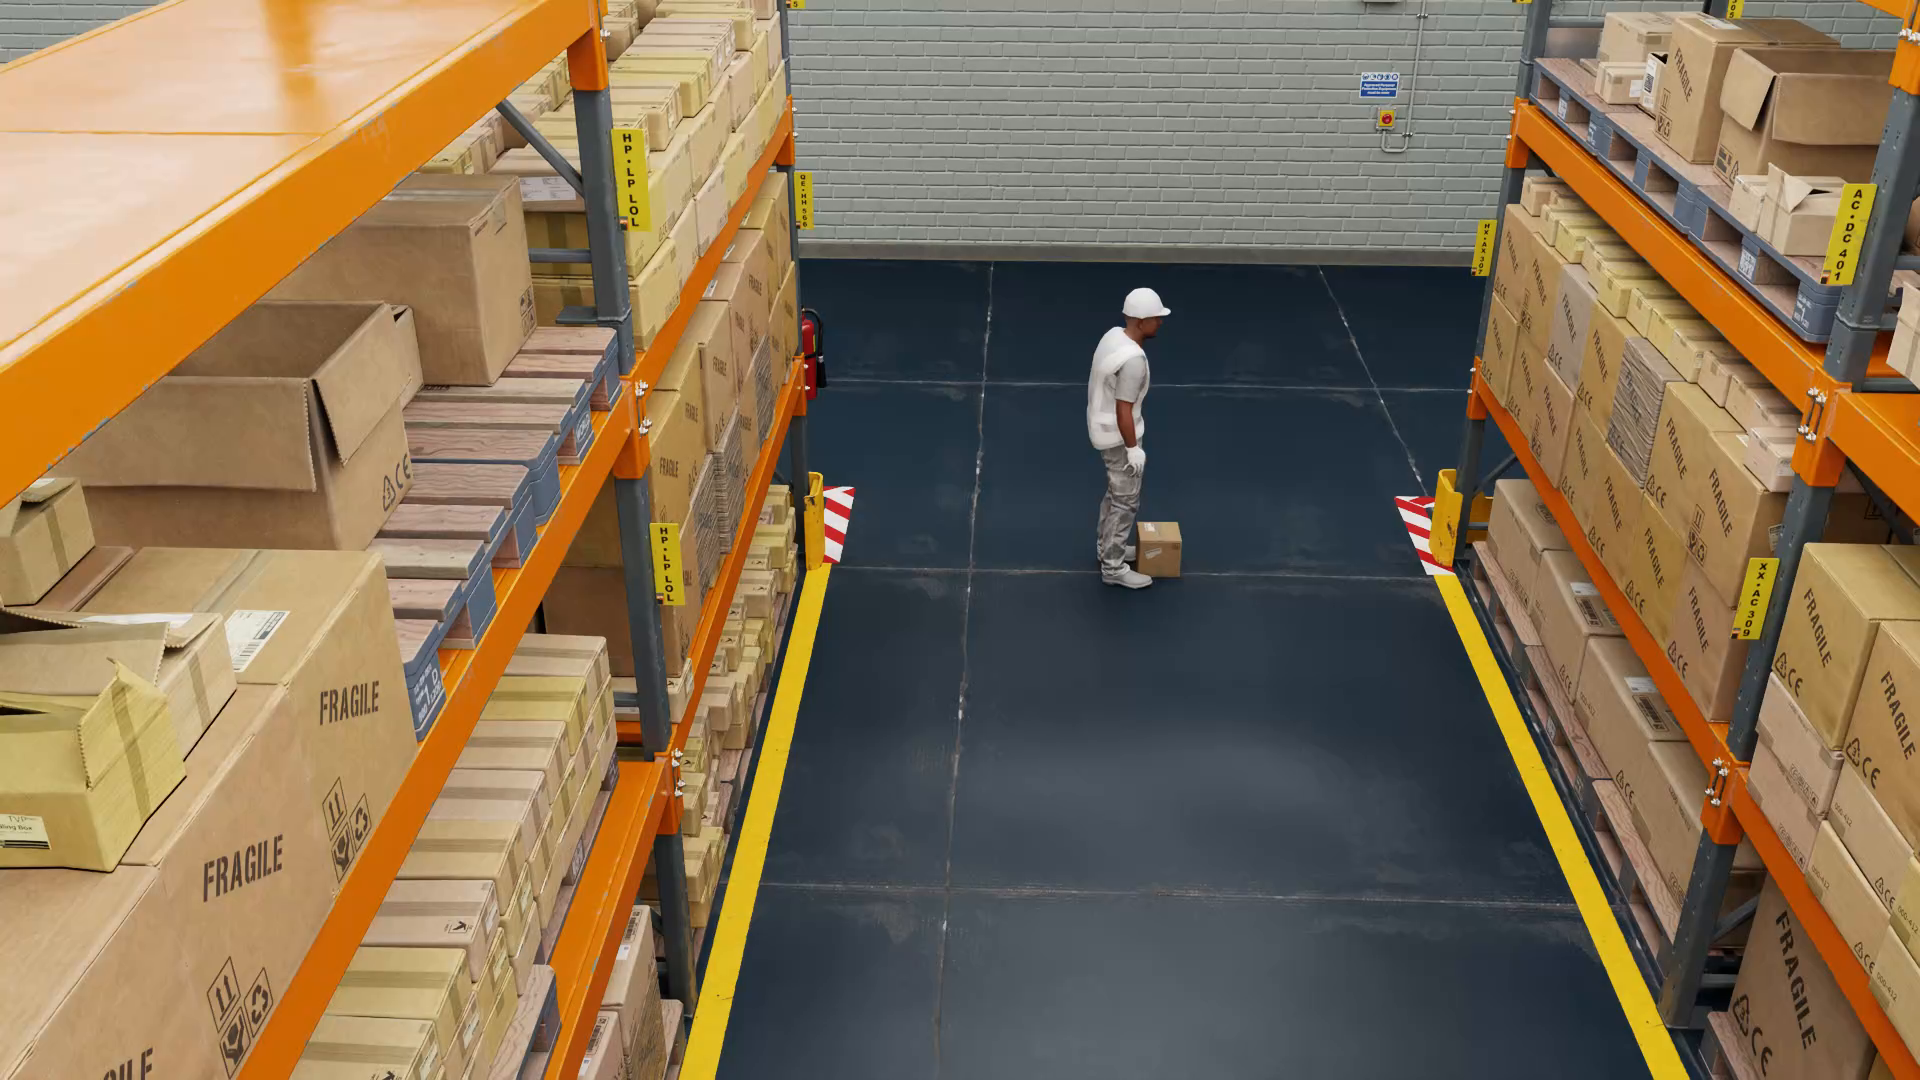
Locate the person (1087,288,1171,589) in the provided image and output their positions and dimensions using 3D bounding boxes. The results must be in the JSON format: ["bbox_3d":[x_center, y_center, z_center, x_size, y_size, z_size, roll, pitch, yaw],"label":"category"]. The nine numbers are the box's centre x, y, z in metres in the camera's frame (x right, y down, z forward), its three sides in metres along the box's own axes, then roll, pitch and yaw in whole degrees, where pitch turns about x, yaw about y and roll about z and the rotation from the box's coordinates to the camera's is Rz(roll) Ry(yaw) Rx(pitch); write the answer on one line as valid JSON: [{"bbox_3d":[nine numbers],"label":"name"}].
[{"bbox_3d":[0.974,-0.618,9.787,0.452,1.773,0.625,-1,28,-1],"label":"person"}]
